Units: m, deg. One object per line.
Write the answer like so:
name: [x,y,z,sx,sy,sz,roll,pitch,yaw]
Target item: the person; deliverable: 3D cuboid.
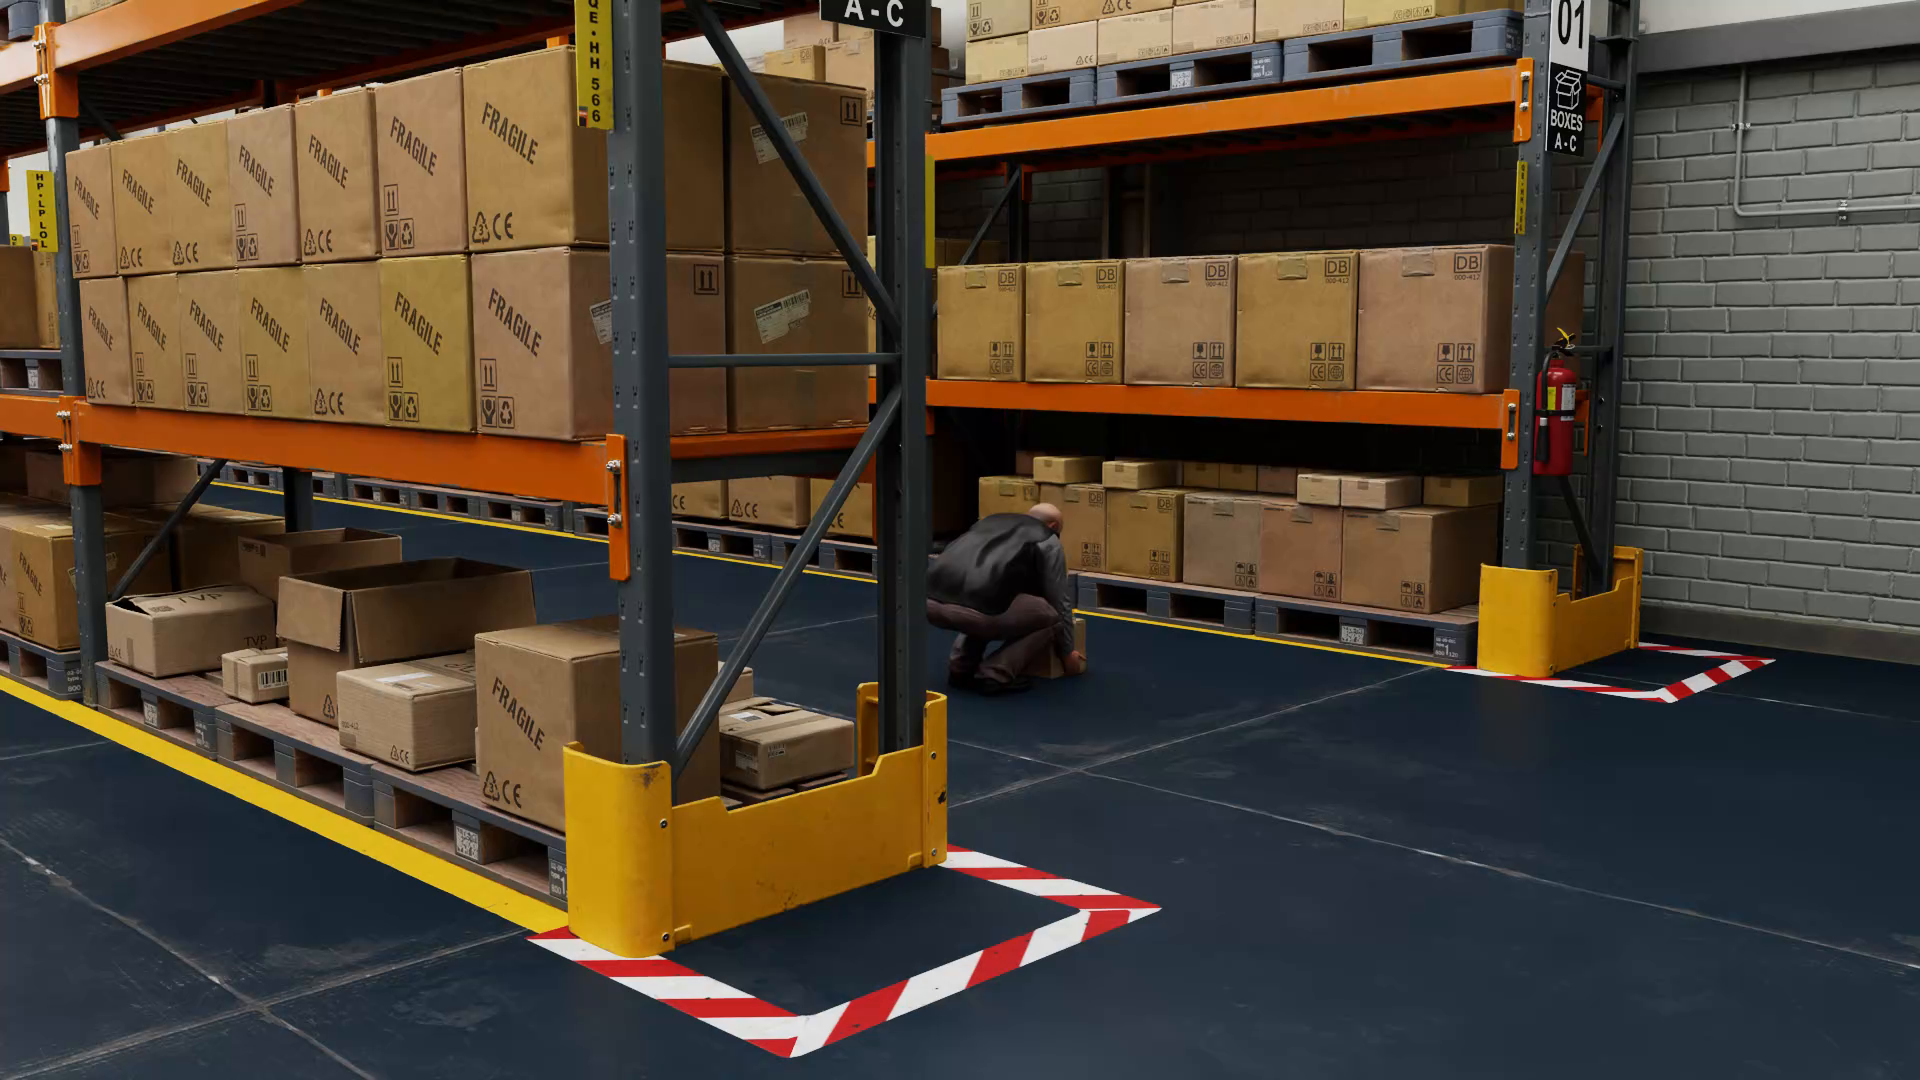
person: [0.197,0.277,7.577,0.526,0.834,0.886,7,10,43]
